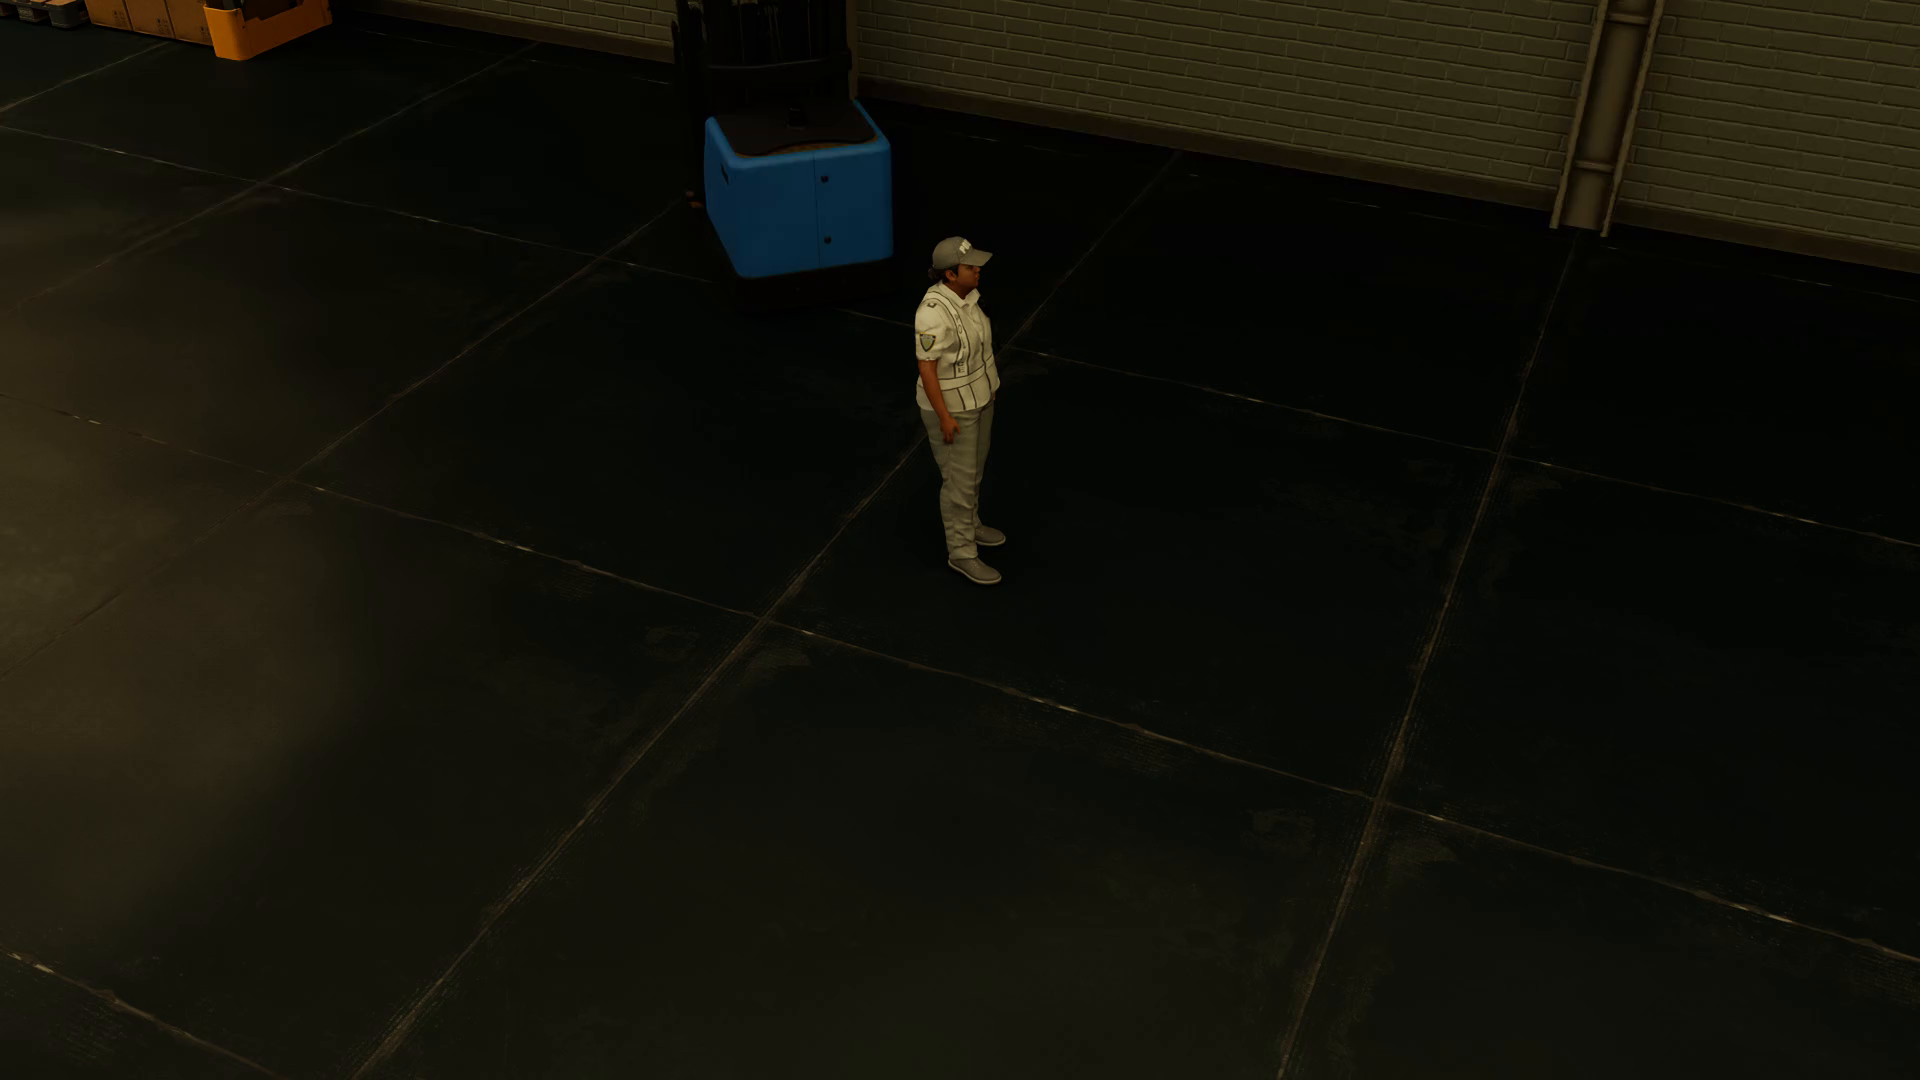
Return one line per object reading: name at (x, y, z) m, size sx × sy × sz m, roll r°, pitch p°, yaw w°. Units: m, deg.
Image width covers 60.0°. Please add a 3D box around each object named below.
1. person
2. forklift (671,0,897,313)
person at (0.060, -0.654, 8.080) m, size 0.529 × 1.670 × 0.599 m, roll 15°, pitch 38°, yaw 20°
forklift at (-1.354, -3.478, 10.963) m, size 1.130 × 2.935 × 3.031 m, roll -11°, pitch 37°, yaw -15°
